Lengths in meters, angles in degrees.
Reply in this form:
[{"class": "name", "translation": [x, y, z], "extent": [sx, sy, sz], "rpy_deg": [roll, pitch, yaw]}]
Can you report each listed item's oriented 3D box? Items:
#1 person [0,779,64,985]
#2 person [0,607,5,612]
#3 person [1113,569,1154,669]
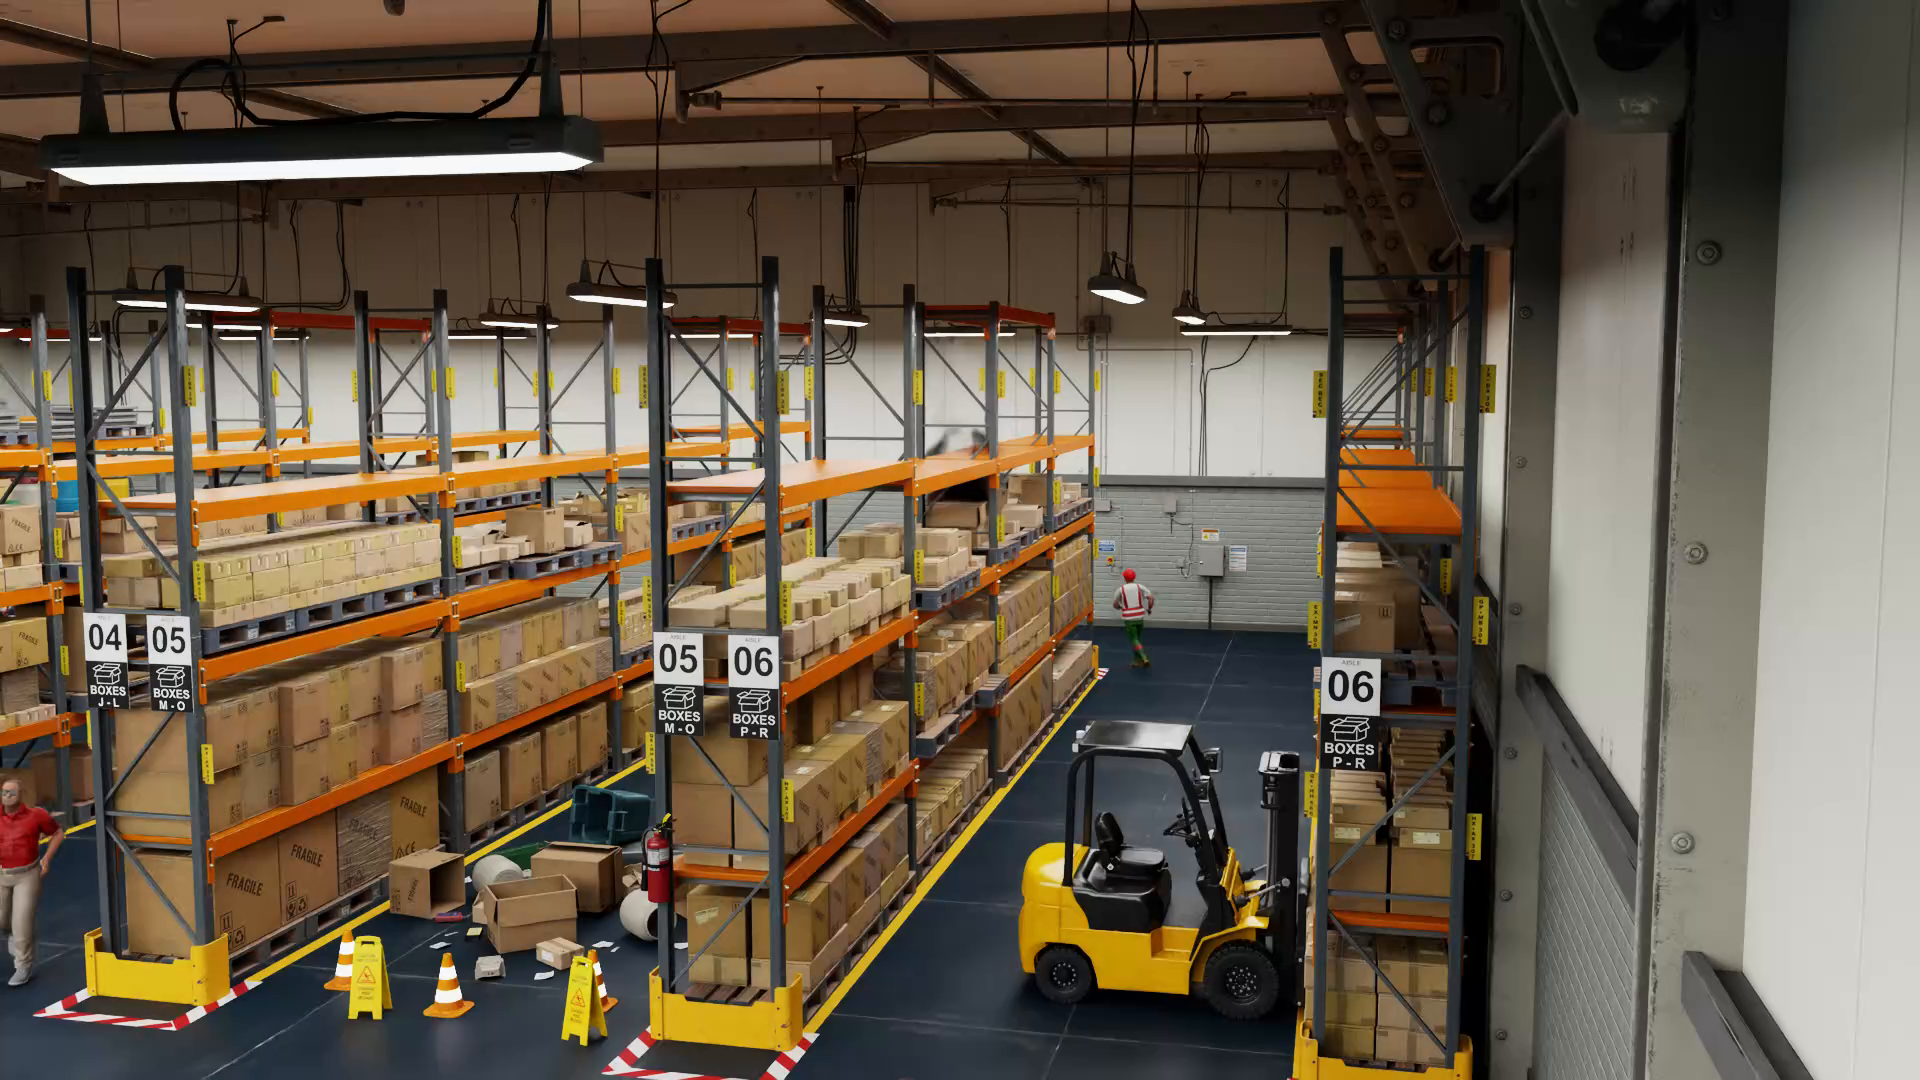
[{"class": "person", "translation": [-8.081, 2.886, 14.267], "extent": [0.683, 1.688, 0.817], "rpy_deg": [-2, 6, -16]}, {"class": "person", "translation": [-15.468, 1.615, 26.402], "extent": [0.691, 1.805, 0.906], "rpy_deg": [1, 6, 6]}, {"class": "person", "translation": [2.984, 1.375, 28.748], "extent": [0.692, 1.777, 0.863], "rpy_deg": [-2, 6, -15]}]
